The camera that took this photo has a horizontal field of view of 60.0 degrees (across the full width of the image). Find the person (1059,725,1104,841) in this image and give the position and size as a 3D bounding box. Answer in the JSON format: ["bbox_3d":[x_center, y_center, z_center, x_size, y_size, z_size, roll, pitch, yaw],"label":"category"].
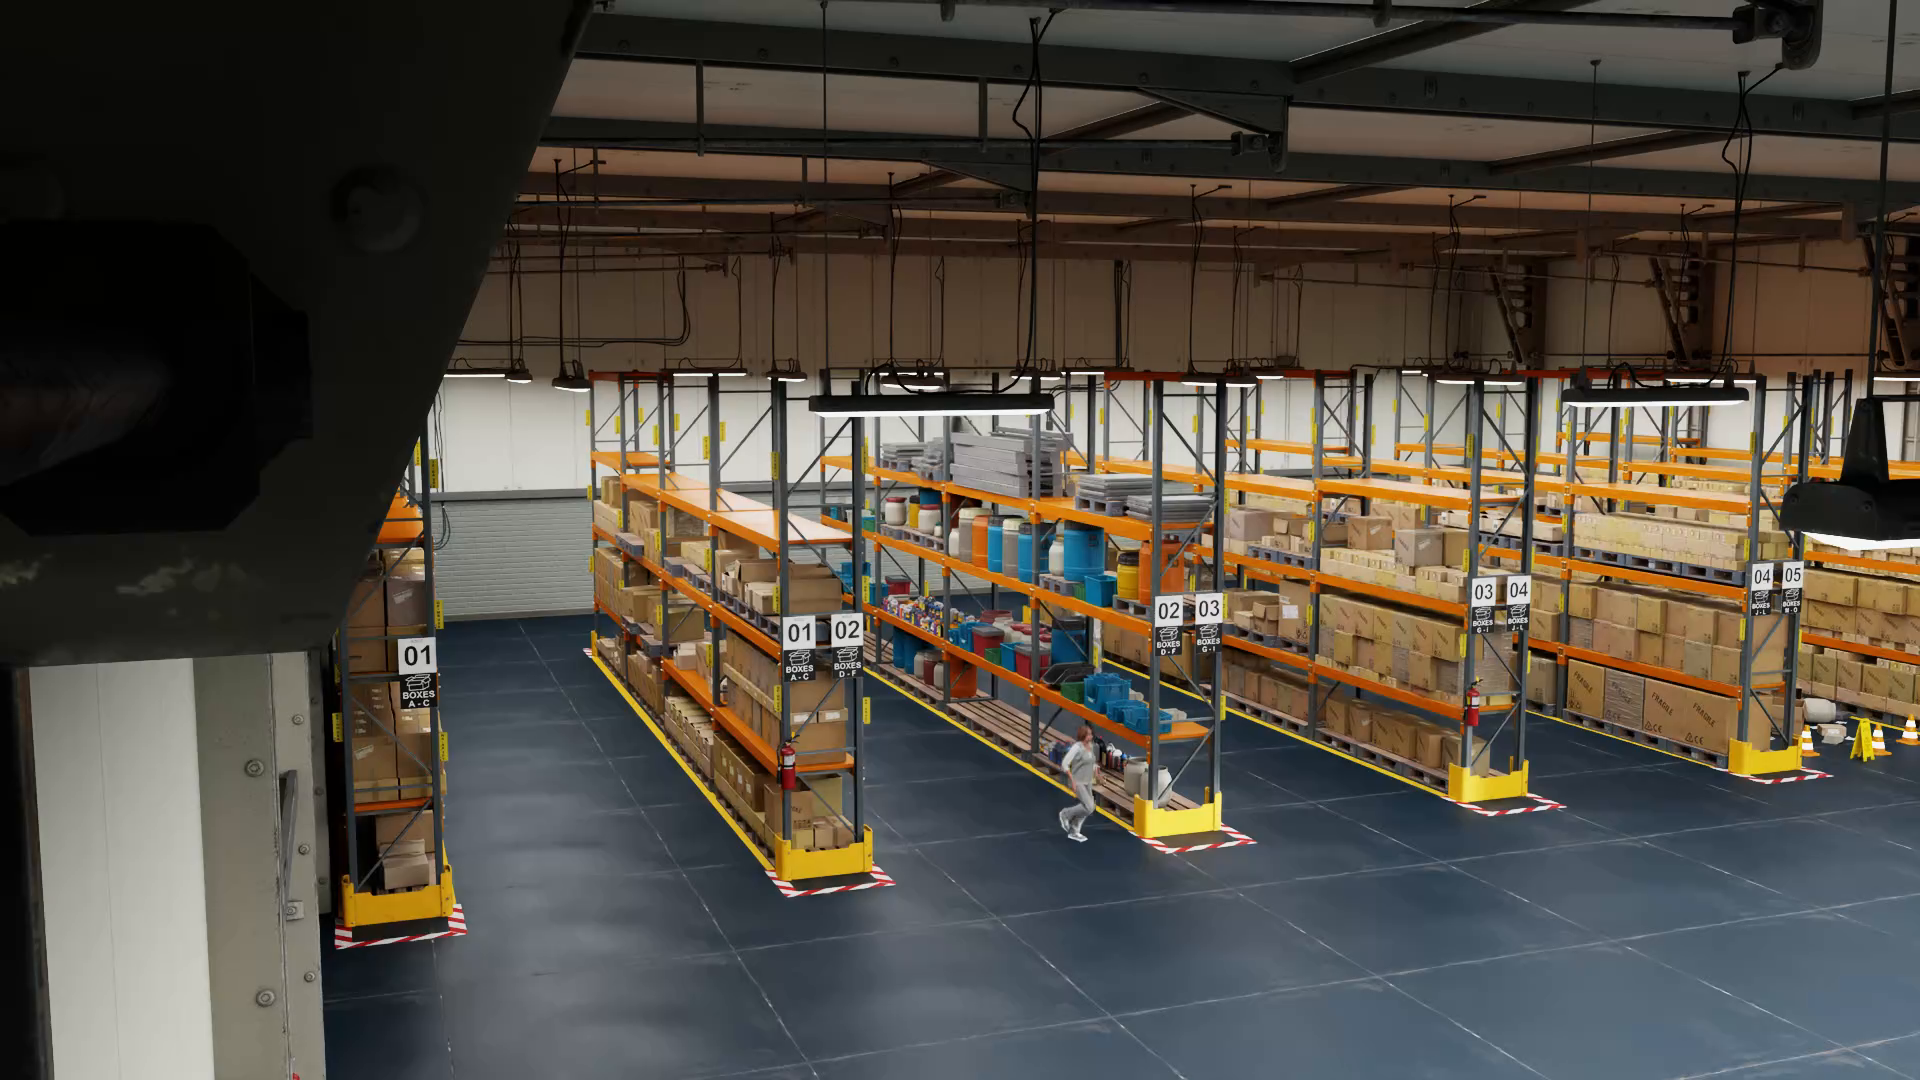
[{"bbox_3d":[1.580,3.162,21.611,0.572,1.549,0.523,5,8,38],"label":"person"}]

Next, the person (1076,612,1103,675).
[{"bbox_3d":[2.442,1.852,31.272,0.684,1.771,0.969,-4,7,-31],"label":"person"}]
